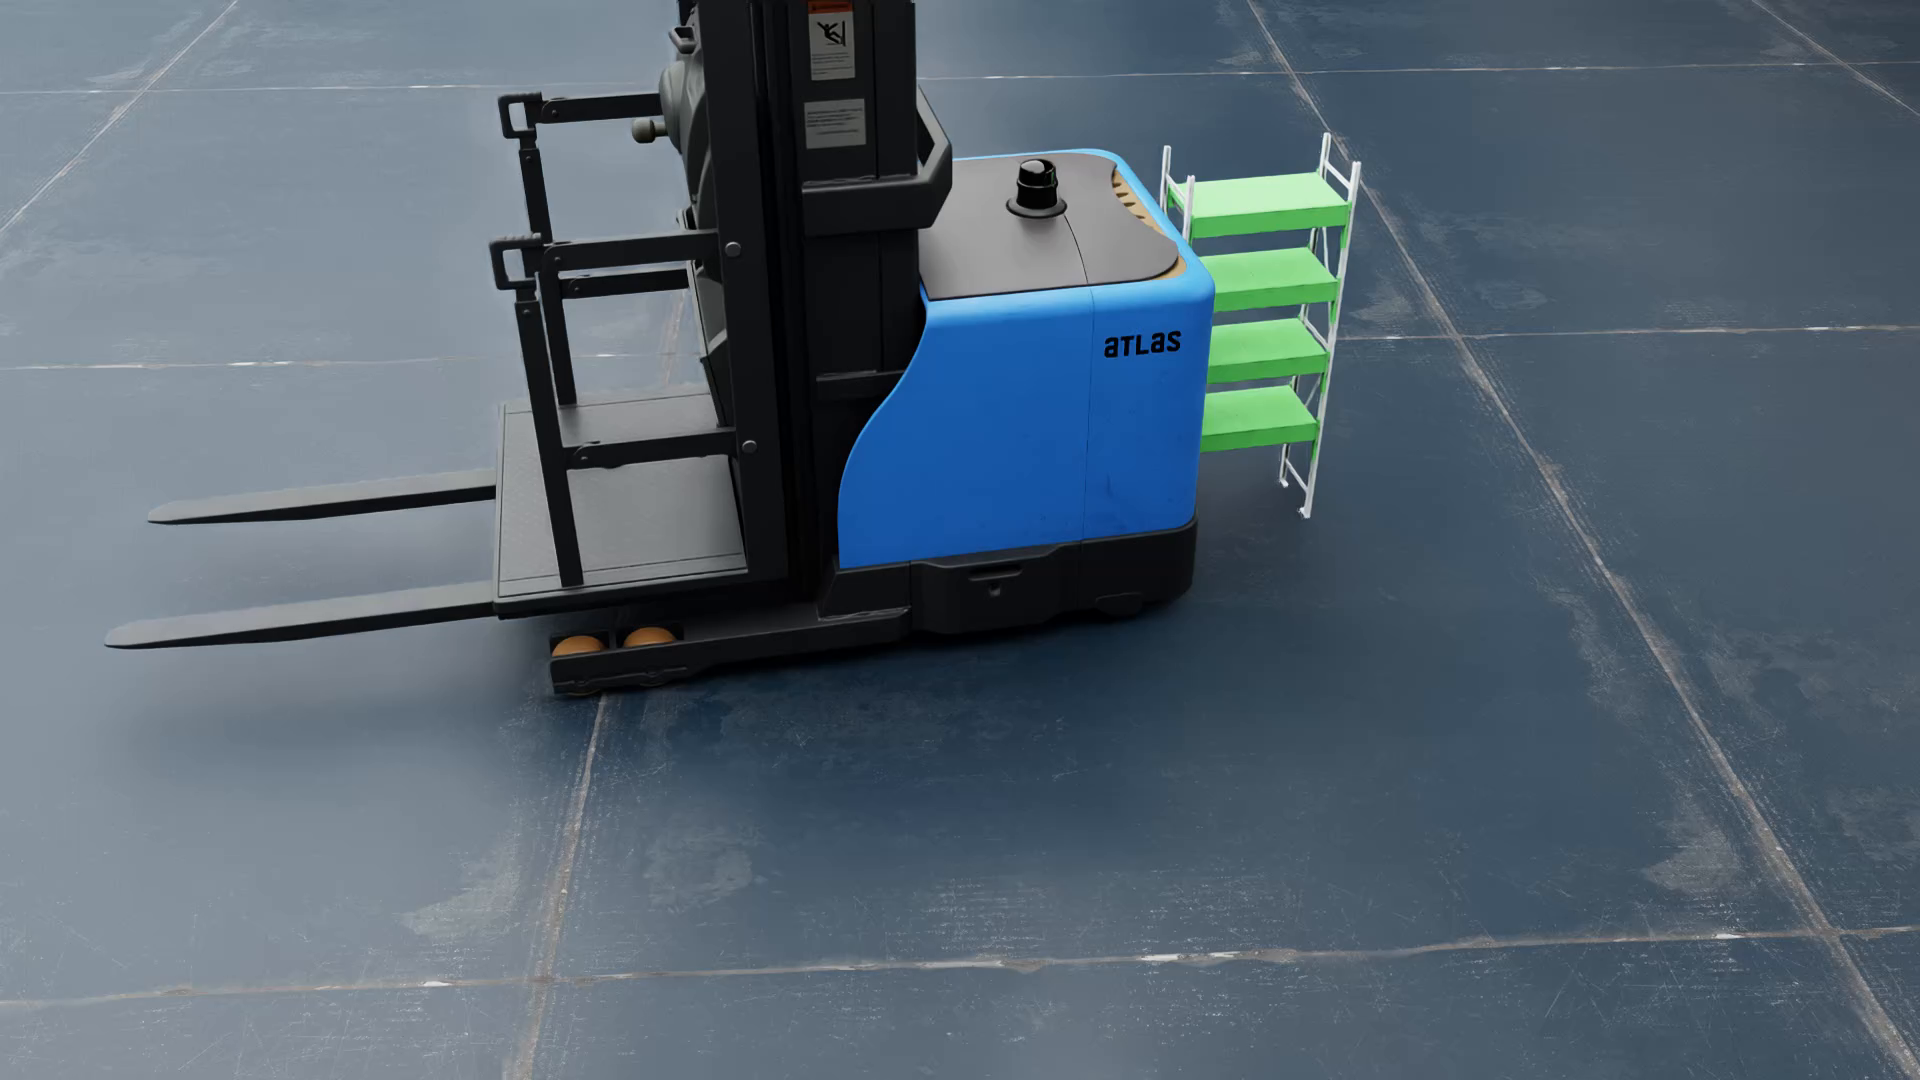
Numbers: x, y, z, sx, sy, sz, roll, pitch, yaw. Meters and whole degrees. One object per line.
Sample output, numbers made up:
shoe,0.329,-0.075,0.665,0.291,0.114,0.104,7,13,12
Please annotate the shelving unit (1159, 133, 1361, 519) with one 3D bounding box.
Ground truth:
shelving unit,0.856,-0.601,5.065,0.503,1.200,0.258,-7,35,-10

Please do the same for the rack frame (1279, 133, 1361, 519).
rack frame,1.095,-0.630,5.106,0.015,1.200,0.240,-7,35,-10

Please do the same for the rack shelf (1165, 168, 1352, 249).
rack shelf,0.856,-0.944,4.828,0.480,0.148,0.258,-7,35,-10

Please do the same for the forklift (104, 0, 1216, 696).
forklift,-0.878,-1.101,4.266,3.031,2.935,1.130,-7,35,-10

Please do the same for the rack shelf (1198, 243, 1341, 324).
rack shelf,0.856,-0.746,4.964,0.480,0.148,0.258,-7,35,-10

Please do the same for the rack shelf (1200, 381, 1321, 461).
rack shelf,0.856,-0.351,5.238,0.480,0.148,0.258,-7,35,-10

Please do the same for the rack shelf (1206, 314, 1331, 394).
rack shelf,0.856,-0.549,5.101,0.480,0.148,0.258,-7,35,-10

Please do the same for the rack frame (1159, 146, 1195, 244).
rack frame,0.617,-0.573,5.024,0.015,1.200,0.240,-7,35,-10
